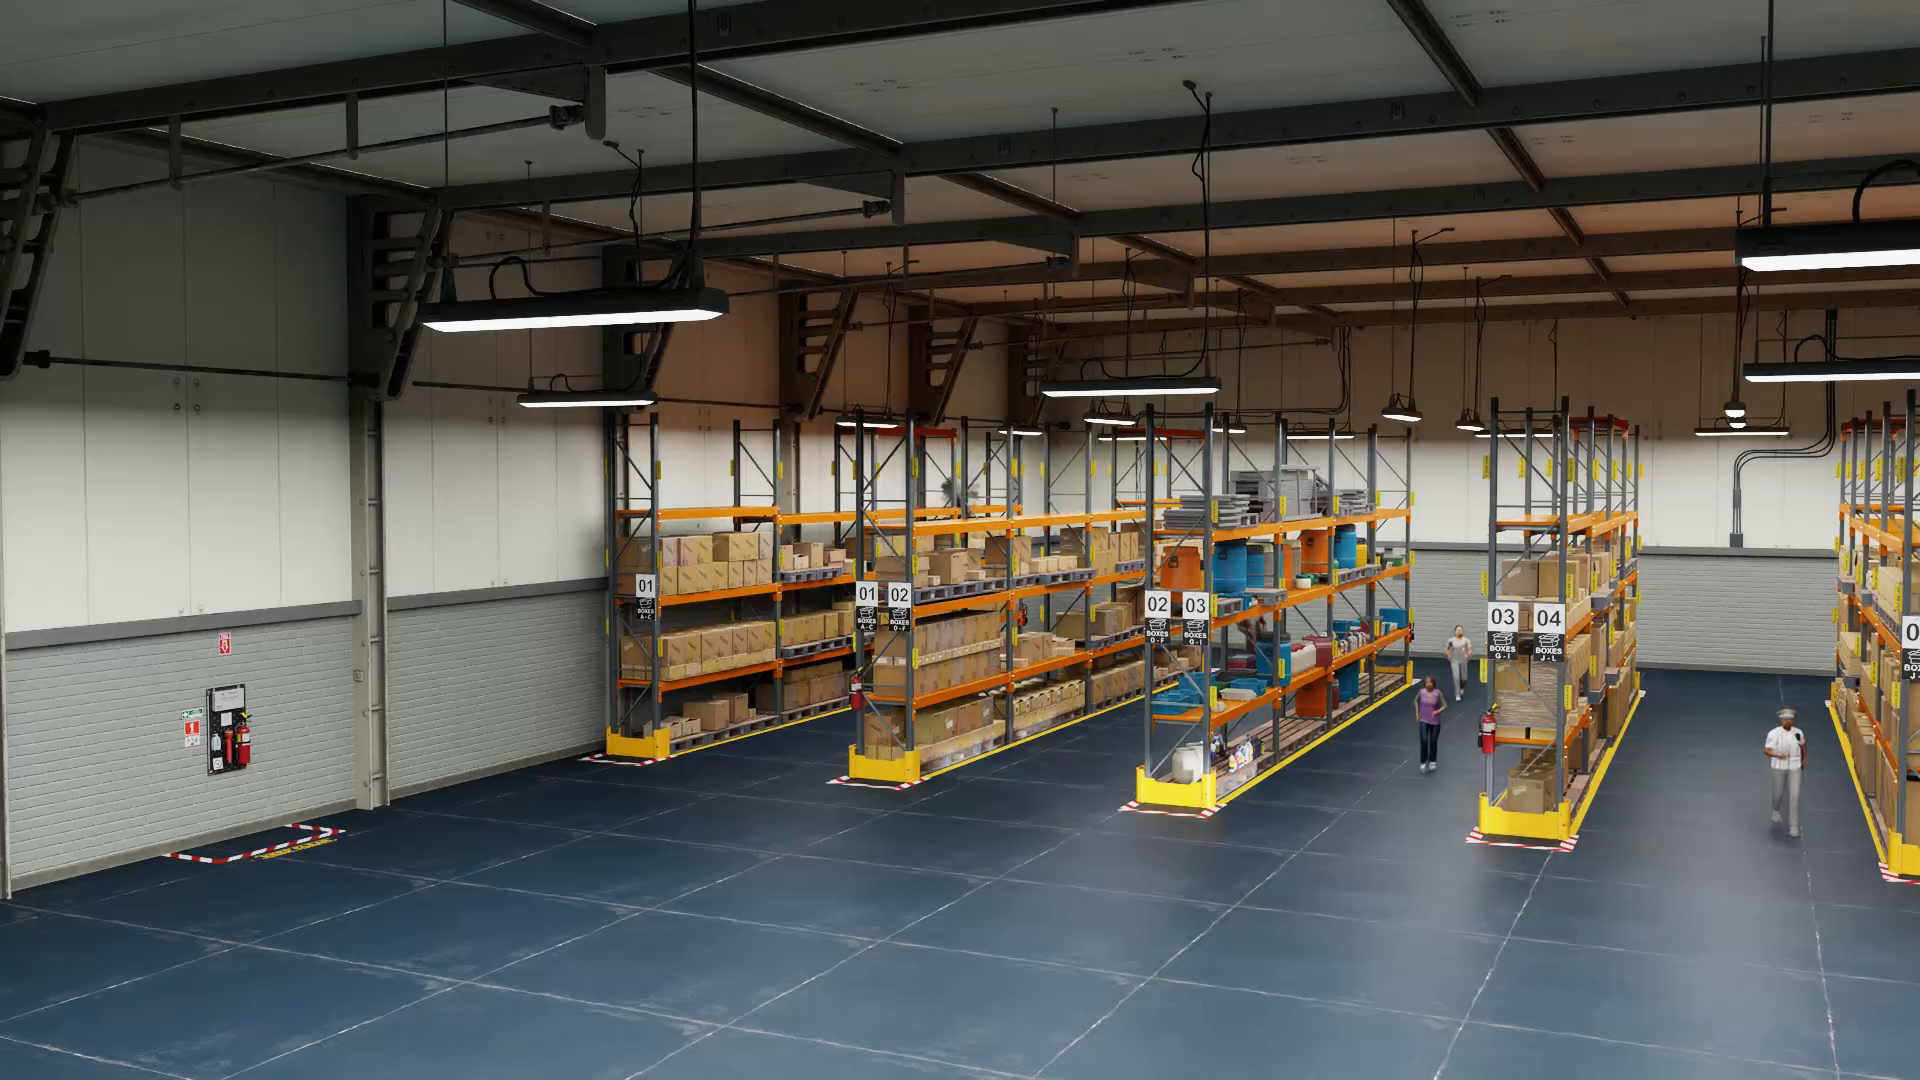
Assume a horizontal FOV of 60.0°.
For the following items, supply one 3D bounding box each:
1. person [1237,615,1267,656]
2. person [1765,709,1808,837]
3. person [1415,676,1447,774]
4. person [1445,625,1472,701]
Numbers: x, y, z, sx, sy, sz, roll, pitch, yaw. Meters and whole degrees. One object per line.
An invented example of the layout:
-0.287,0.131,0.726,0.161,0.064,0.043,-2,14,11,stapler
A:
7.083,2.449,40.312,0.746,1.749,0.944,0,2,2,person
11.425,3.168,22.984,0.577,1.693,0.941,1,2,15,person
7.780,3.051,27.520,0.545,1.621,0.650,1,3,22,person
10.842,2.665,36.190,0.568,1.624,0.703,1,2,13,person
